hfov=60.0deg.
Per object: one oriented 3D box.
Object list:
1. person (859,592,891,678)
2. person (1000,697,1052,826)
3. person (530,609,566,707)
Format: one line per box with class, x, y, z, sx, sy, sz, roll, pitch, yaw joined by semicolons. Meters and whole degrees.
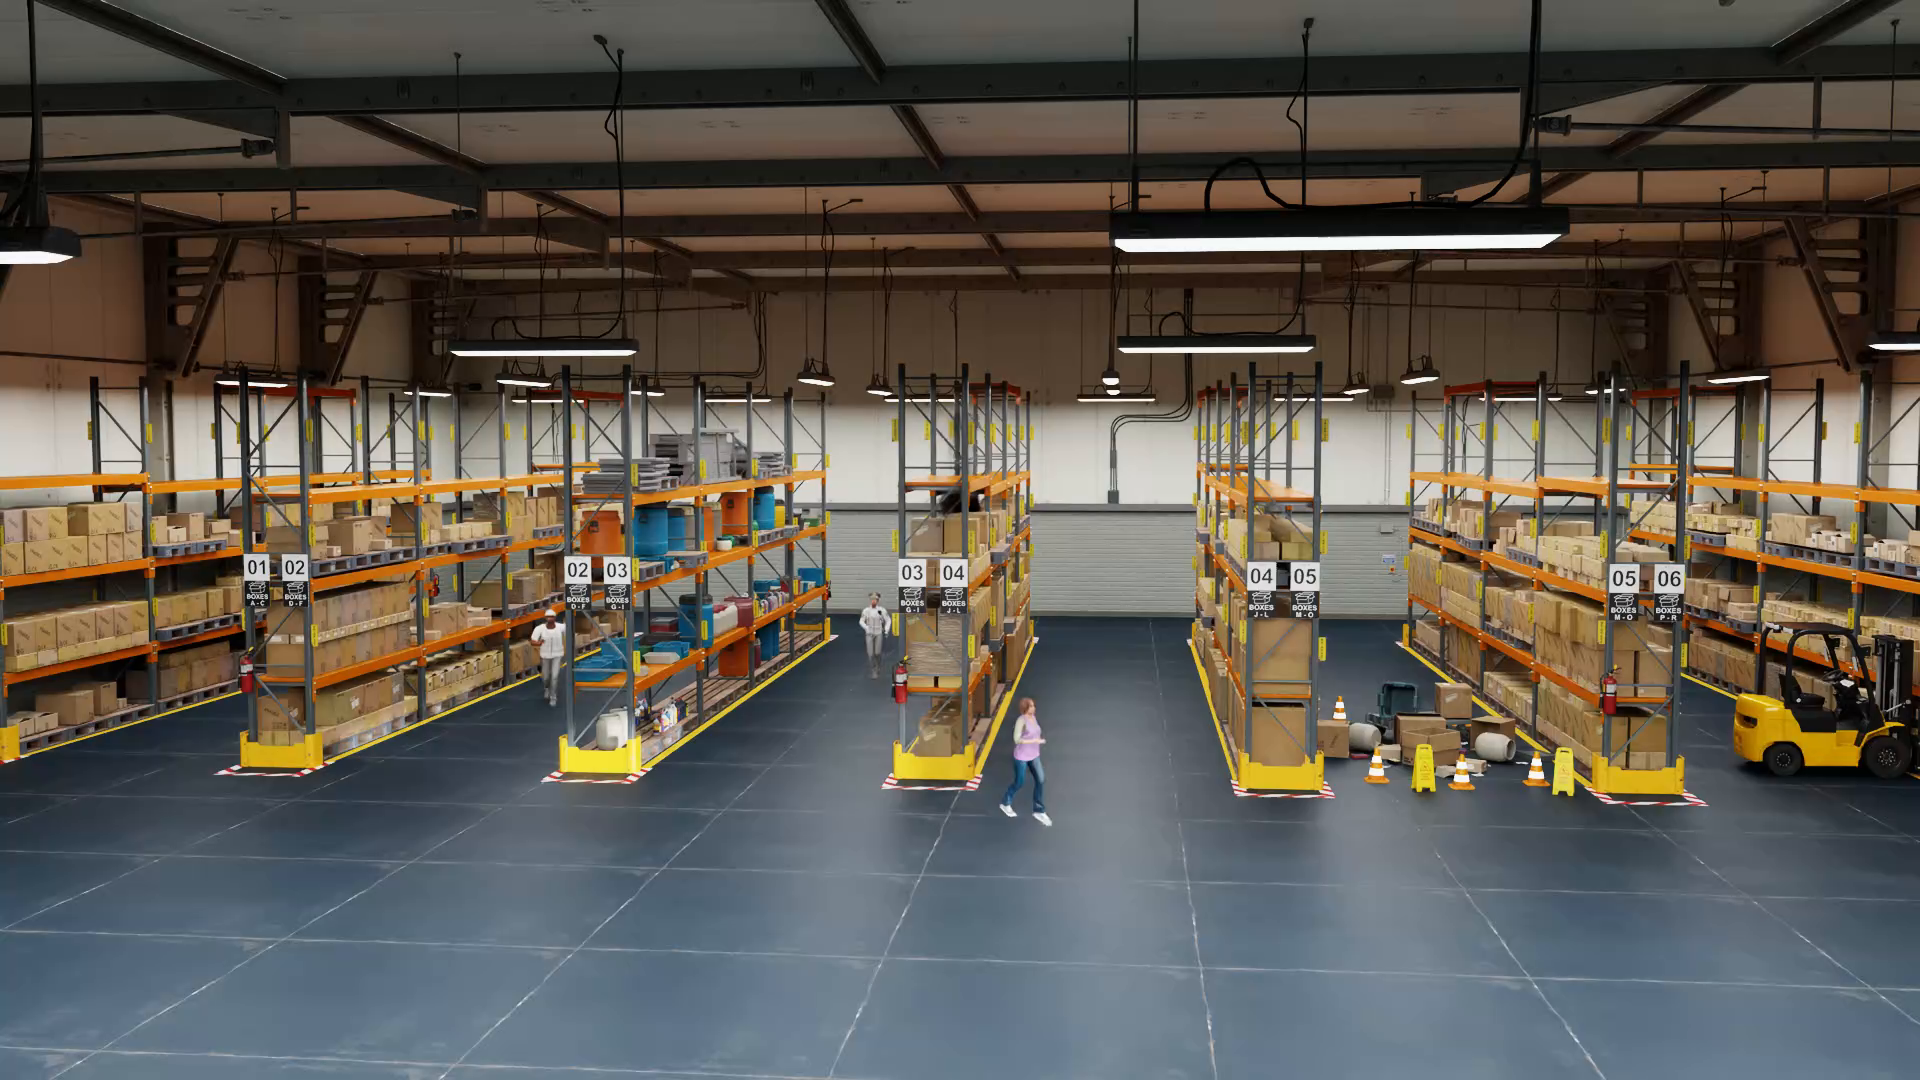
person;-1.649;1.834;32.104;0.612;1.662;0.485;0;4;3
person;0.817;2.821;21.340;0.757;1.630;0.528;3;5;42
person;-7.527;2.138;30.579;0.719;1.751;0.926;-1;4;-14
